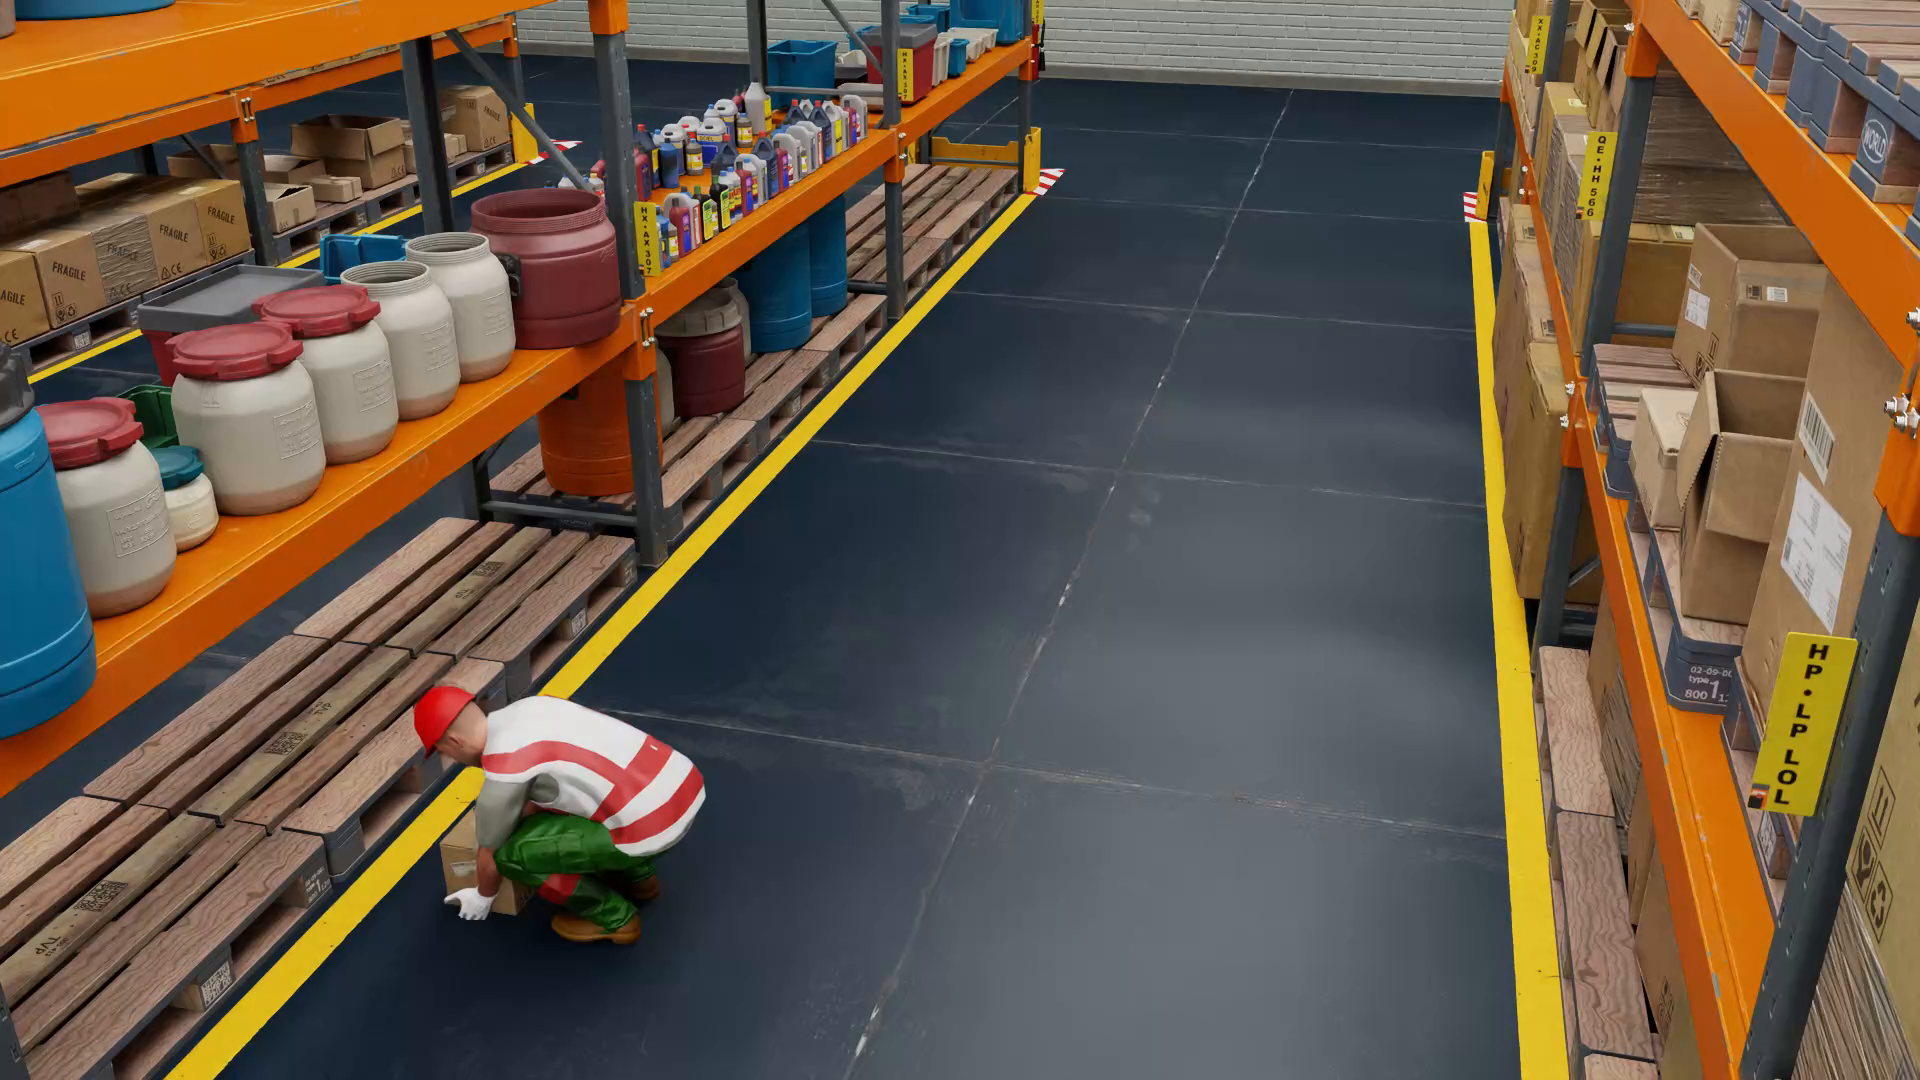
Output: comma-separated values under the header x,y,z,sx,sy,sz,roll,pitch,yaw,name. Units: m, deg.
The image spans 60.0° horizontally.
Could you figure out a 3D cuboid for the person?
x,y,z,sx,sy,sz,roll,pitch,yaw,name
-1.293,0.889,5.418,0.907,0.880,0.544,6,26,13,person
